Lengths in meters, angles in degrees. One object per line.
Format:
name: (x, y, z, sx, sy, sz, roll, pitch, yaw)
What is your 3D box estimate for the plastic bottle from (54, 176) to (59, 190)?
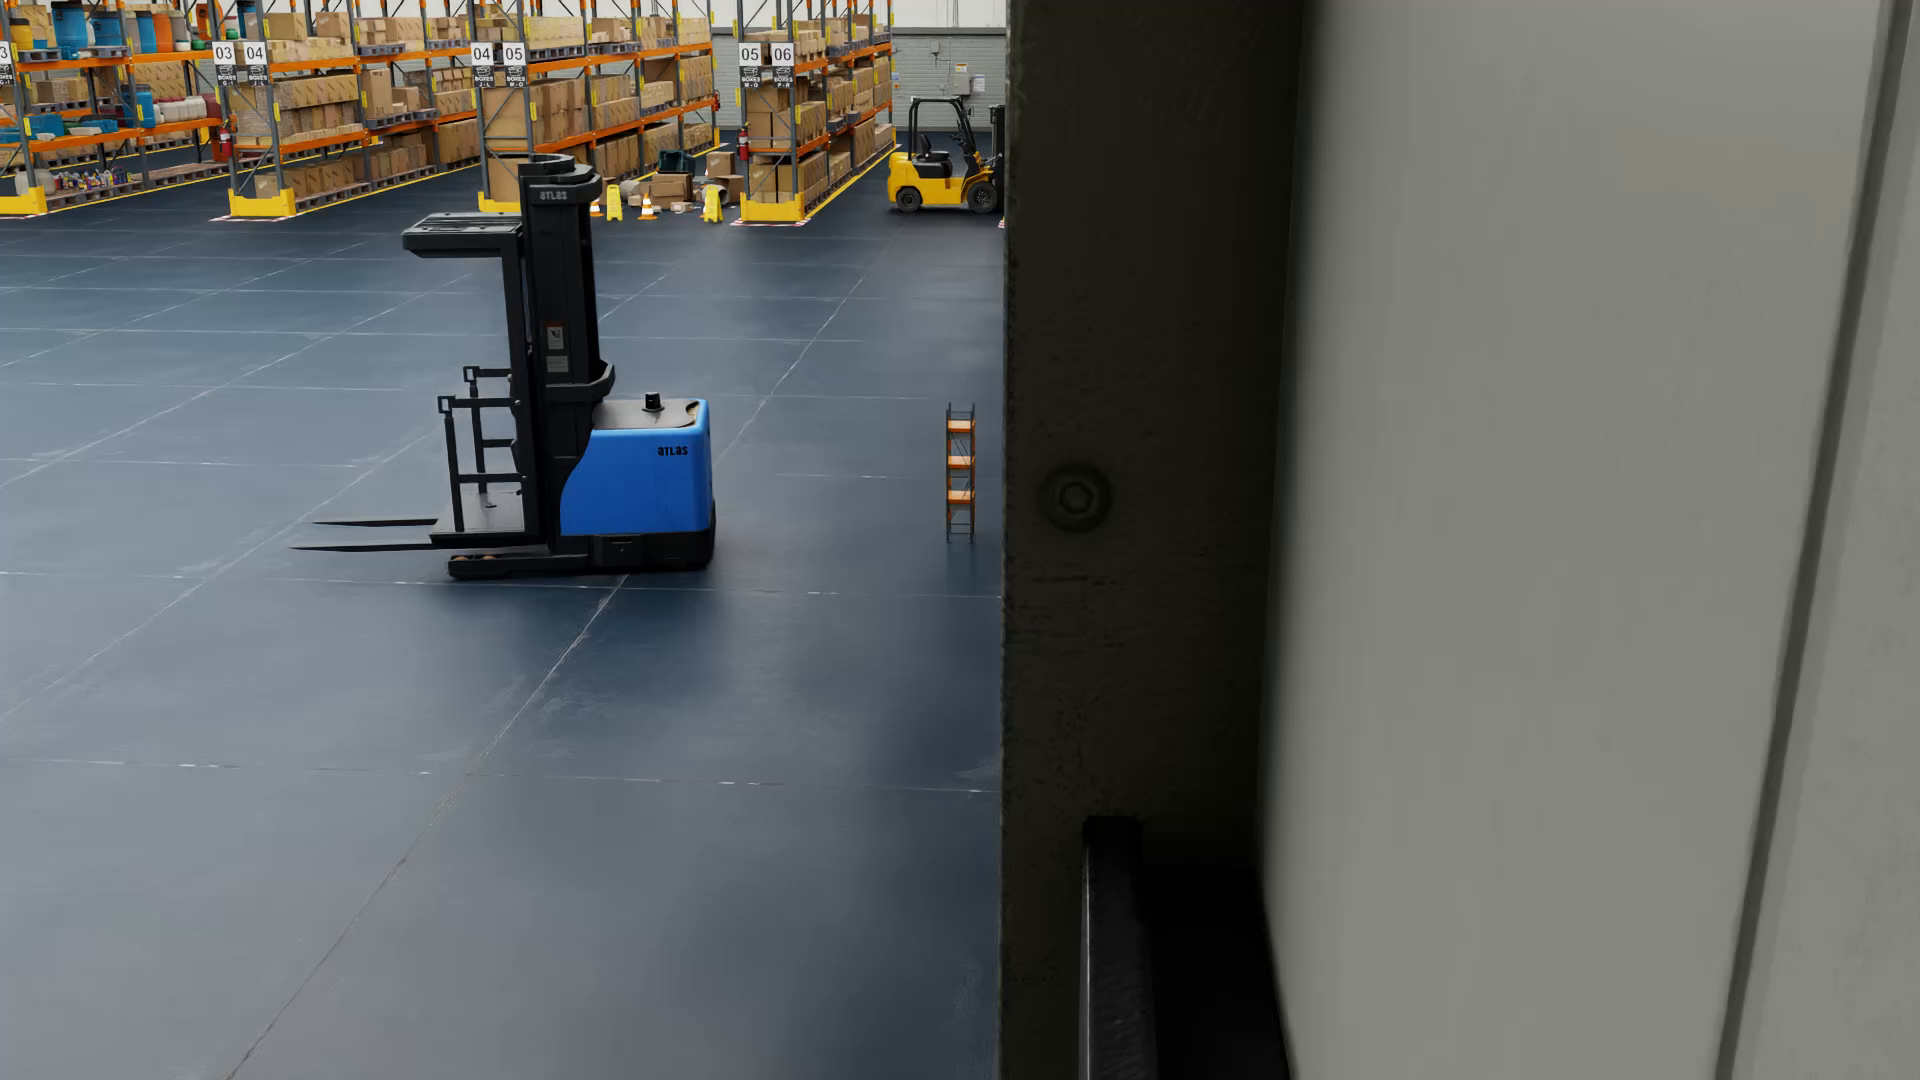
plastic bottle: (-18.619, -7.349, 34.203, 0.152, 0.276, 0.135, 1, 18, 4)

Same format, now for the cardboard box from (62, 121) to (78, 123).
cardboard box: (-22.788, -10.538, 42.369, 0.500, 0.250, 0.500, 1, 18, 4)

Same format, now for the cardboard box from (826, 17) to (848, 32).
cardboard box: (-3.026, -12.577, 40.838, 0.500, 0.500, 0.500, 1, 18, 3)

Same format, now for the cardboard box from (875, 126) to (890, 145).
cardboard box: (-2.392, -10.905, 44.826, 0.875, 0.438, 0.875, 2, 18, 5)

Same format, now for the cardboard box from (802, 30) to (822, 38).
cardboard box: (-2.995, -10.187, 33.499, 0.380, 0.149, 0.250, 1, 18, 3)

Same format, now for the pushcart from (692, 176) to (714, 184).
pushcart: (-5.525, -7.477, 35.135, 1.648, 0.377, 0.936, -5, 19, -15)

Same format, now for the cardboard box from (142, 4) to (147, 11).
cardboard box: (-22.351, -14.182, 44.803, 0.700, 0.500, 0.500, 1, 18, 4)

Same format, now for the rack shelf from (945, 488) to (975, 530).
rack shelf: (0.004, -0.241, 12.900, 0.215, 0.259, 0.240, 1, 18, 4)

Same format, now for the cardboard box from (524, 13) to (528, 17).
cardboard box: (-12.255, -14.193, 45.608, 0.700, 0.500, 0.500, 0, 18, 1)

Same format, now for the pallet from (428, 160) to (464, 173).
pallet: (-12.713, -9.069, 40.261, 1.003, 0.211, 1.213, 1, 18, 4)

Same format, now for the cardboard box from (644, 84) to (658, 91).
cardboard box: (-7.565, -10.997, 40.439, 0.380, 0.149, 0.250, 1, 18, 3)

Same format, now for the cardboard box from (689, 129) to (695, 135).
cardboard box: (-7.244, -10.804, 44.025, 0.380, 0.149, 0.250, 2, 18, 5)

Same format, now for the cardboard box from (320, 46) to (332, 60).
cardboard box: (-12.983, -9.795, 33.422, 0.500, 0.250, 0.500, 1, 18, 4)

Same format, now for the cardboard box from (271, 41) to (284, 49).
cardboard box: (-13.053, -9.369, 31.481, 0.380, 0.149, 0.250, 2, 18, 5)

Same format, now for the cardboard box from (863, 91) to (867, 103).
cardboard box: (-2.542, -10.720, 40.260, 0.500, 0.250, 0.500, 2, 18, 5)

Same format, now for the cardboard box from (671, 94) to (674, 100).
cardboard box: (-7.449, -11.204, 42.026, 0.380, 0.149, 0.250, 1, 18, 3)

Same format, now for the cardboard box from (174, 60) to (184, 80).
cardboard box: (-21.945, -13.079, 46.255, 0.500, 0.500, 0.500, 2, 18, 5)

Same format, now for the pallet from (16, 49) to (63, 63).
pallet: (-18.202, -9.367, 32.179, 1.003, 0.211, 1.213, 1, 18, 4)

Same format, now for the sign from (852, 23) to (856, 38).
sign: (-2.420, -11.588, 37.823, 0.100, 0.325, 0.005, 1, 18, 4)

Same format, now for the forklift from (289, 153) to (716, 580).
forklift: (-3.385, -1.277, 12.112, 3.031, 2.935, 1.130, -2, 18, -6)

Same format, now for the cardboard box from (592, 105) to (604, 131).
cardboard box: (-7.886, -8.971, 35.324, 0.500, 0.500, 0.500, 1, 18, 5)

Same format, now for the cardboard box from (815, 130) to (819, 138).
cardboard box: (-3.036, -8.146, 33.369, 0.380, 0.149, 0.250, 1, 18, 3)

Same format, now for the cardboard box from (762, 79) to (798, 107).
cardboard box: (-3.563, -8.742, 32.542, 0.700, 0.500, 0.500, 1, 18, 4)

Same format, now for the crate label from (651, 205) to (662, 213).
crate label: (-5.927, -6.412, 32.271, 0.250, 0.136, 0.298, -9, 20, -25)

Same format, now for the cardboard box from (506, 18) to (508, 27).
cardboard box: (-8.738, -9.806, 31.503, 0.380, 0.149, 0.250, 2, 18, 5)

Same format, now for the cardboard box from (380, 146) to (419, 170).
cardboard box: (-12.900, -8.791, 38.243, 0.700, 0.500, 0.500, 0, 18, -1)

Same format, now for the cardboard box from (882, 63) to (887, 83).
cardboard box: (-2.231, -12.465, 44.382, 0.500, 0.500, 0.500, 1, 18, 4)

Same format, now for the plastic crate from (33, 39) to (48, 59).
plastic crate: (-18.522, -9.794, 33.203, 0.392, 0.384, 0.575, 1, 18, 4)

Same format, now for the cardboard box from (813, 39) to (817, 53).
cardboard box: (-3.097, -9.725, 32.730, 0.500, 0.250, 0.500, 1, 18, 3)

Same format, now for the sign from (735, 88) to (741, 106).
sign: (-4.086, -8.164, 30.654, 0.100, 0.325, 0.005, 1, 18, 4)

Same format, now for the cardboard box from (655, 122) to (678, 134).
cardboard box: (-7.420, -10.382, 41.926, 0.500, 0.250, 0.500, 1, 18, 2)

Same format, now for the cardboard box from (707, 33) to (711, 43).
cardboard box: (-7.100, -13.700, 45.341, 0.500, 0.250, 0.500, 1, 18, 3)

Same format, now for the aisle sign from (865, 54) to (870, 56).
aisle sign: (-2.671, -13.679, 45.676, 0.394, 0.787, 0.004, 1, 18, 4)

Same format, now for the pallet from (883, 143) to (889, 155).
pallet: (-2.457, -10.461, 44.510, 1.003, 0.211, 1.213, 1, 18, 4)

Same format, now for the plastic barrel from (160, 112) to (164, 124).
plastic barrel: (-17.824, -9.361, 36.897, 0.301, 0.262, 0.301, 0, 18, 0)

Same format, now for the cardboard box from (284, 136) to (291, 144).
cardboard box: (-13.123, -7.707, 32.031, 0.380, 0.149, 0.250, 1, 18, 4)

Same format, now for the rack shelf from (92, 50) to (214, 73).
rack shelf: (-17.929, -10.724, 37.172, 1.077, 0.370, 4.000, 1, 18, 4)

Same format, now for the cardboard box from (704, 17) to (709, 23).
cardboard box: (-7.062, -14.165, 45.315, 0.380, 0.149, 0.250, 1, 18, 3)

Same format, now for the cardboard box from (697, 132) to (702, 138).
cardboard box: (-7.182, -10.908, 44.820, 0.380, 0.149, 0.250, 2, 18, 7)

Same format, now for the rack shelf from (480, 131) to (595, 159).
rack shelf: (-8.335, -7.804, 33.076, 1.077, 0.370, 4.000, 1, 18, 4)

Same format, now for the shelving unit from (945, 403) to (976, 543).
shelving unit: (0.004, -0.516, 12.810, 0.215, 1.050, 0.252, 1, 18, 4)

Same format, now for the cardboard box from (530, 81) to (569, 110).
cardboard box: (-8.352, -8.899, 33.289, 0.875, 0.550, 0.550, 1, 18, 4)

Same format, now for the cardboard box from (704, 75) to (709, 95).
cardboard box: (-7.149, -12.377, 45.241, 0.500, 0.500, 0.500, 1, 18, 3)

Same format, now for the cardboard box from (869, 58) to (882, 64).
cardboard box: (-2.264, -12.568, 43.653, 0.380, 0.149, 0.250, 1, 18, 4)

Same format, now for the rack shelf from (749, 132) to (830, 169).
rack shelf: (-3.391, -7.724, 32.835, 1.077, 0.370, 4.000, 1, 18, 4)

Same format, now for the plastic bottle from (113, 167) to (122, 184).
plastic bottle: (-17.845, -7.703, 35.163, 0.144, 0.351, 0.185, 0, 18, 1)

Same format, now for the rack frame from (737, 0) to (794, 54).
rack frame: (-3.534, -10.296, 29.893, 1.000, 3.000, 0.127, 1, 18, 4)

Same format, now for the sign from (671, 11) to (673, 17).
sign: (-7.873, -14.346, 45.668, 0.100, 0.325, 0.005, 1, 18, 4)

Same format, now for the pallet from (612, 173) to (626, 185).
pallet: (-8.127, -8.063, 37.190, 1.003, 0.211, 1.213, 1, 18, 4)

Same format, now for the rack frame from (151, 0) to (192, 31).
rack frame: (-22.152, -15.709, 46.412, 1.000, 3.000, 0.127, 1, 18, 4)

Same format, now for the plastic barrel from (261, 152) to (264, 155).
plastic barrel: (-17.735, -9.959, 41.821, 0.421, 0.512, 0.421, 0, 18, 0)

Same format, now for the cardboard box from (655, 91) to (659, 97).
cardboard box: (-7.564, -10.860, 40.500, 0.380, 0.149, 0.250, 2, 18, 6)

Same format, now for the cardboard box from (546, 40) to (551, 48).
cardboard box: (-8.062, -9.490, 31.820, 0.380, 0.149, 0.250, 1, 18, 4)

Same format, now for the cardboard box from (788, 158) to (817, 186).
cardboard box: (-3.122, -7.264, 32.812, 0.500, 0.500, 0.500, 2, 18, 5)

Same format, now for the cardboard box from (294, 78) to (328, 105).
cardboard box: (-13.000, -8.961, 33.209, 0.500, 0.500, 0.500, 1, 18, 4)

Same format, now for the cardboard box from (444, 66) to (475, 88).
cardboard box: (-12.596, -11.719, 42.099, 0.797, 0.503, 0.637, 1, 18, 2)
